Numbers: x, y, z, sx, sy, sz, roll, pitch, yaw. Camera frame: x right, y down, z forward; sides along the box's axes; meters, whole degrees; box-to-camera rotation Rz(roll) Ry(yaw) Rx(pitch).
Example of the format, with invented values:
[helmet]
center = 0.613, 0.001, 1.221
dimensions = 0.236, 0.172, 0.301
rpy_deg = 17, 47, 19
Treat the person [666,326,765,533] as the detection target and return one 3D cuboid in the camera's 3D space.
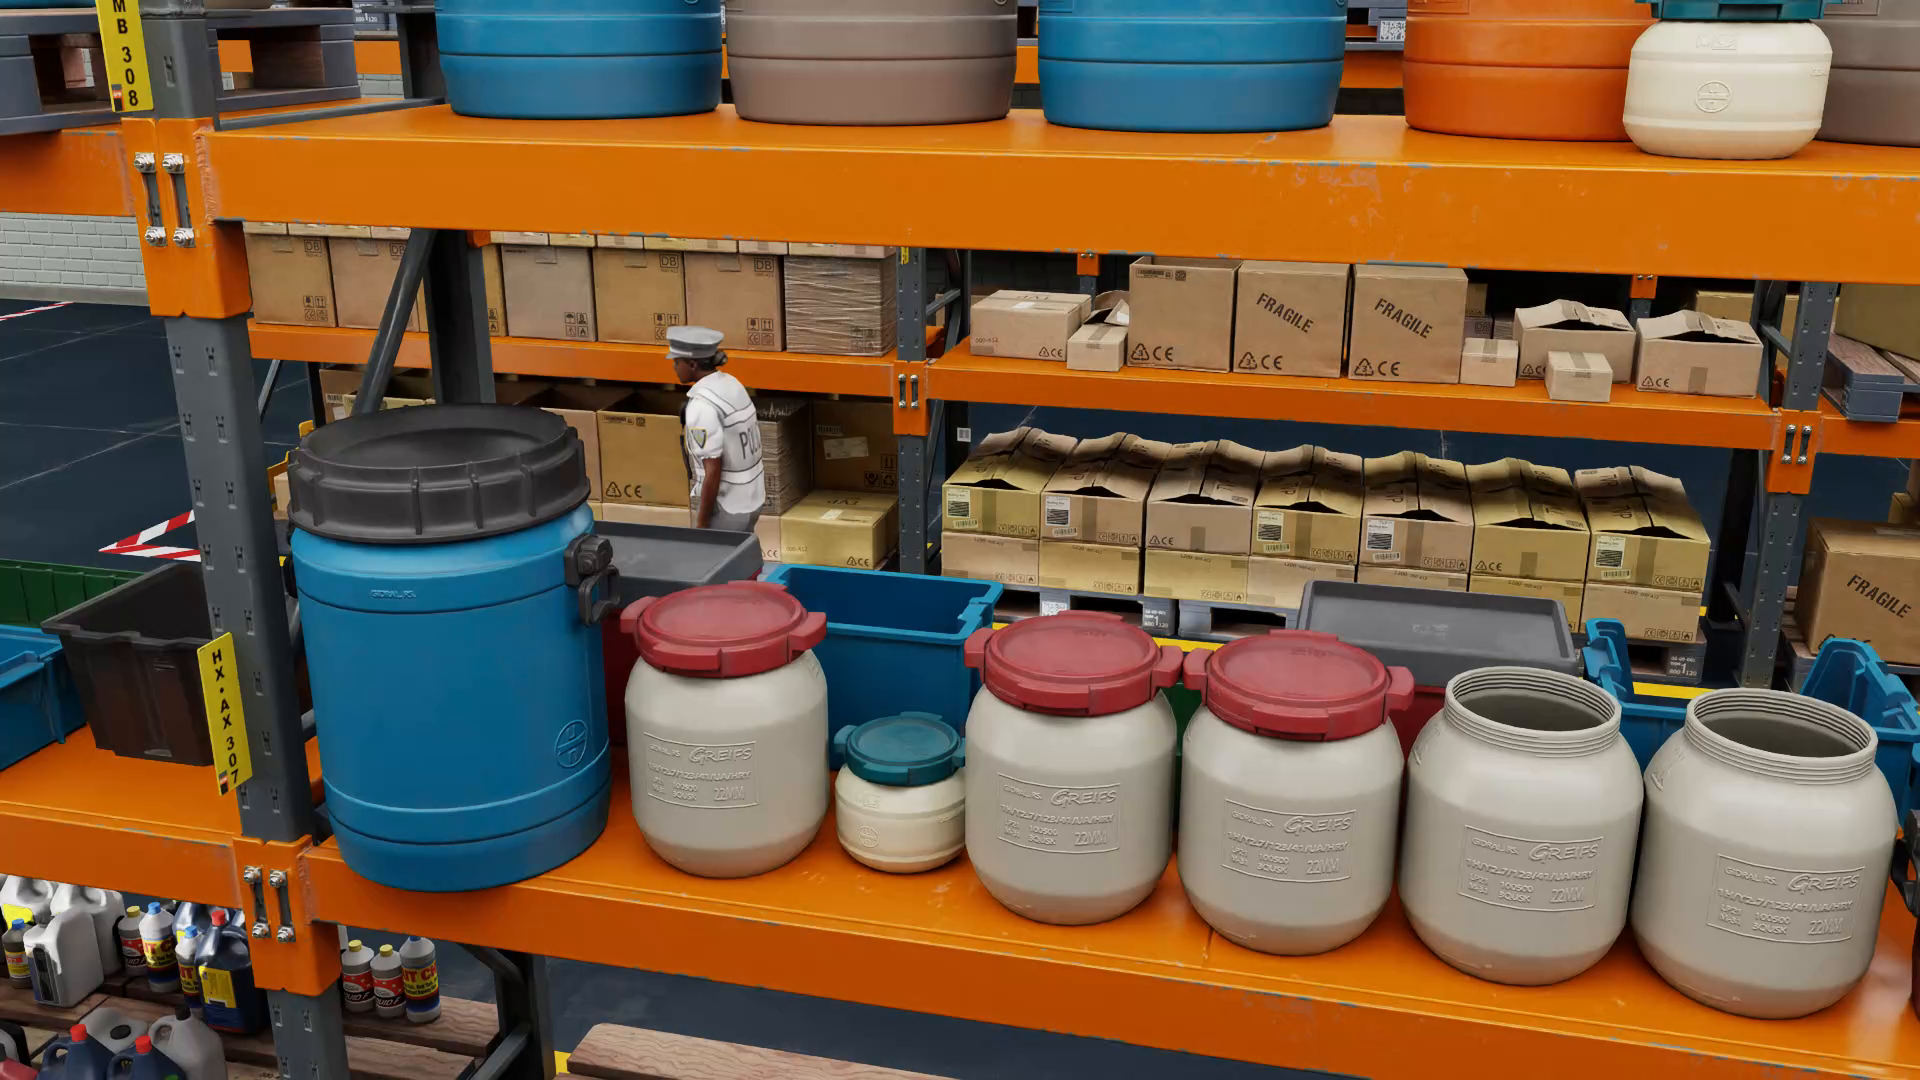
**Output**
[person]
center = -1.083, -0.142, 7.490
dimensions = 0.397, 1.656, 0.518
rpy_deg = 4, 19, 11
